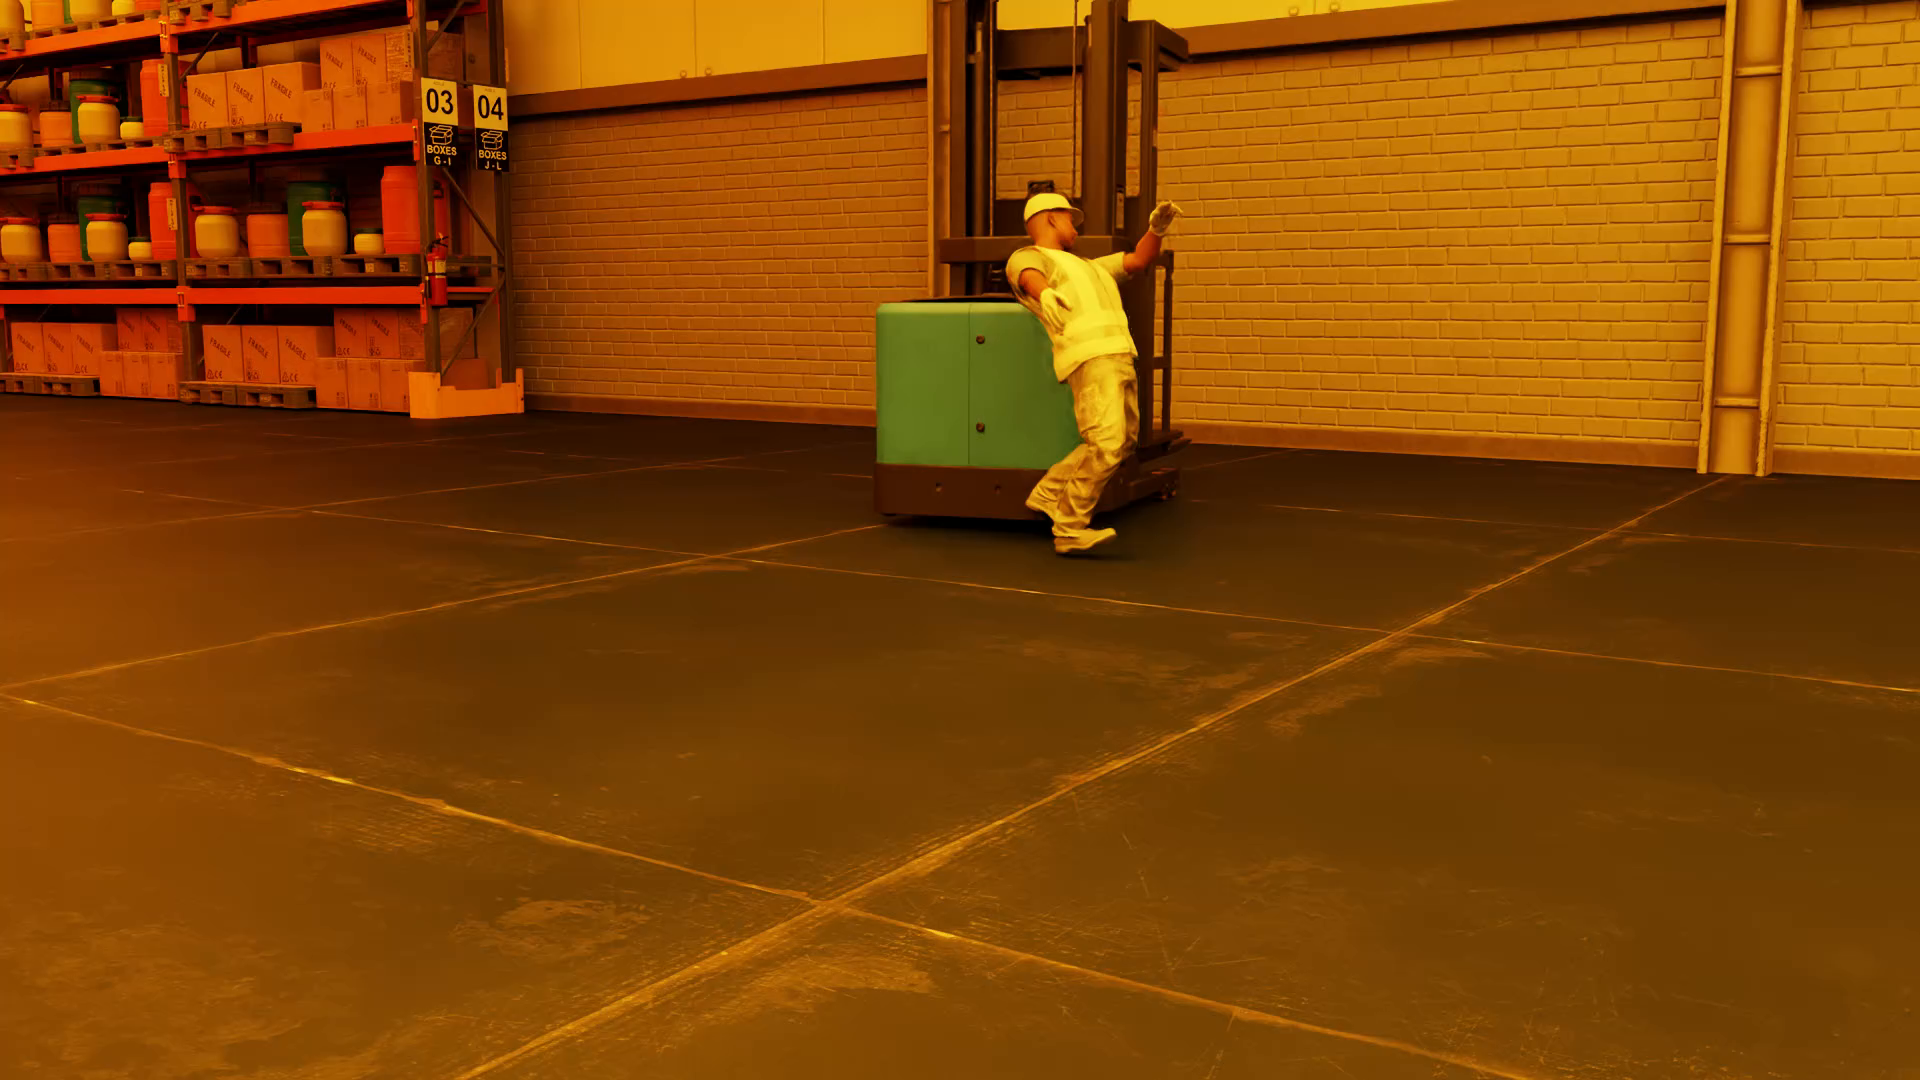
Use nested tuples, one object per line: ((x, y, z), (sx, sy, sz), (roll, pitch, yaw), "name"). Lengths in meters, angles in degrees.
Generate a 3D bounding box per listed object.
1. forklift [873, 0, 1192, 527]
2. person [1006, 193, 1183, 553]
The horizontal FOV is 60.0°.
((0.590, -1.684, 9.033), (1.130, 2.935, 3.031), (3, 9, 21), "forklift")
((0.513, -0.709, 7.038), (0.782, 1.538, 1.079), (3, 9, 20), "person")
